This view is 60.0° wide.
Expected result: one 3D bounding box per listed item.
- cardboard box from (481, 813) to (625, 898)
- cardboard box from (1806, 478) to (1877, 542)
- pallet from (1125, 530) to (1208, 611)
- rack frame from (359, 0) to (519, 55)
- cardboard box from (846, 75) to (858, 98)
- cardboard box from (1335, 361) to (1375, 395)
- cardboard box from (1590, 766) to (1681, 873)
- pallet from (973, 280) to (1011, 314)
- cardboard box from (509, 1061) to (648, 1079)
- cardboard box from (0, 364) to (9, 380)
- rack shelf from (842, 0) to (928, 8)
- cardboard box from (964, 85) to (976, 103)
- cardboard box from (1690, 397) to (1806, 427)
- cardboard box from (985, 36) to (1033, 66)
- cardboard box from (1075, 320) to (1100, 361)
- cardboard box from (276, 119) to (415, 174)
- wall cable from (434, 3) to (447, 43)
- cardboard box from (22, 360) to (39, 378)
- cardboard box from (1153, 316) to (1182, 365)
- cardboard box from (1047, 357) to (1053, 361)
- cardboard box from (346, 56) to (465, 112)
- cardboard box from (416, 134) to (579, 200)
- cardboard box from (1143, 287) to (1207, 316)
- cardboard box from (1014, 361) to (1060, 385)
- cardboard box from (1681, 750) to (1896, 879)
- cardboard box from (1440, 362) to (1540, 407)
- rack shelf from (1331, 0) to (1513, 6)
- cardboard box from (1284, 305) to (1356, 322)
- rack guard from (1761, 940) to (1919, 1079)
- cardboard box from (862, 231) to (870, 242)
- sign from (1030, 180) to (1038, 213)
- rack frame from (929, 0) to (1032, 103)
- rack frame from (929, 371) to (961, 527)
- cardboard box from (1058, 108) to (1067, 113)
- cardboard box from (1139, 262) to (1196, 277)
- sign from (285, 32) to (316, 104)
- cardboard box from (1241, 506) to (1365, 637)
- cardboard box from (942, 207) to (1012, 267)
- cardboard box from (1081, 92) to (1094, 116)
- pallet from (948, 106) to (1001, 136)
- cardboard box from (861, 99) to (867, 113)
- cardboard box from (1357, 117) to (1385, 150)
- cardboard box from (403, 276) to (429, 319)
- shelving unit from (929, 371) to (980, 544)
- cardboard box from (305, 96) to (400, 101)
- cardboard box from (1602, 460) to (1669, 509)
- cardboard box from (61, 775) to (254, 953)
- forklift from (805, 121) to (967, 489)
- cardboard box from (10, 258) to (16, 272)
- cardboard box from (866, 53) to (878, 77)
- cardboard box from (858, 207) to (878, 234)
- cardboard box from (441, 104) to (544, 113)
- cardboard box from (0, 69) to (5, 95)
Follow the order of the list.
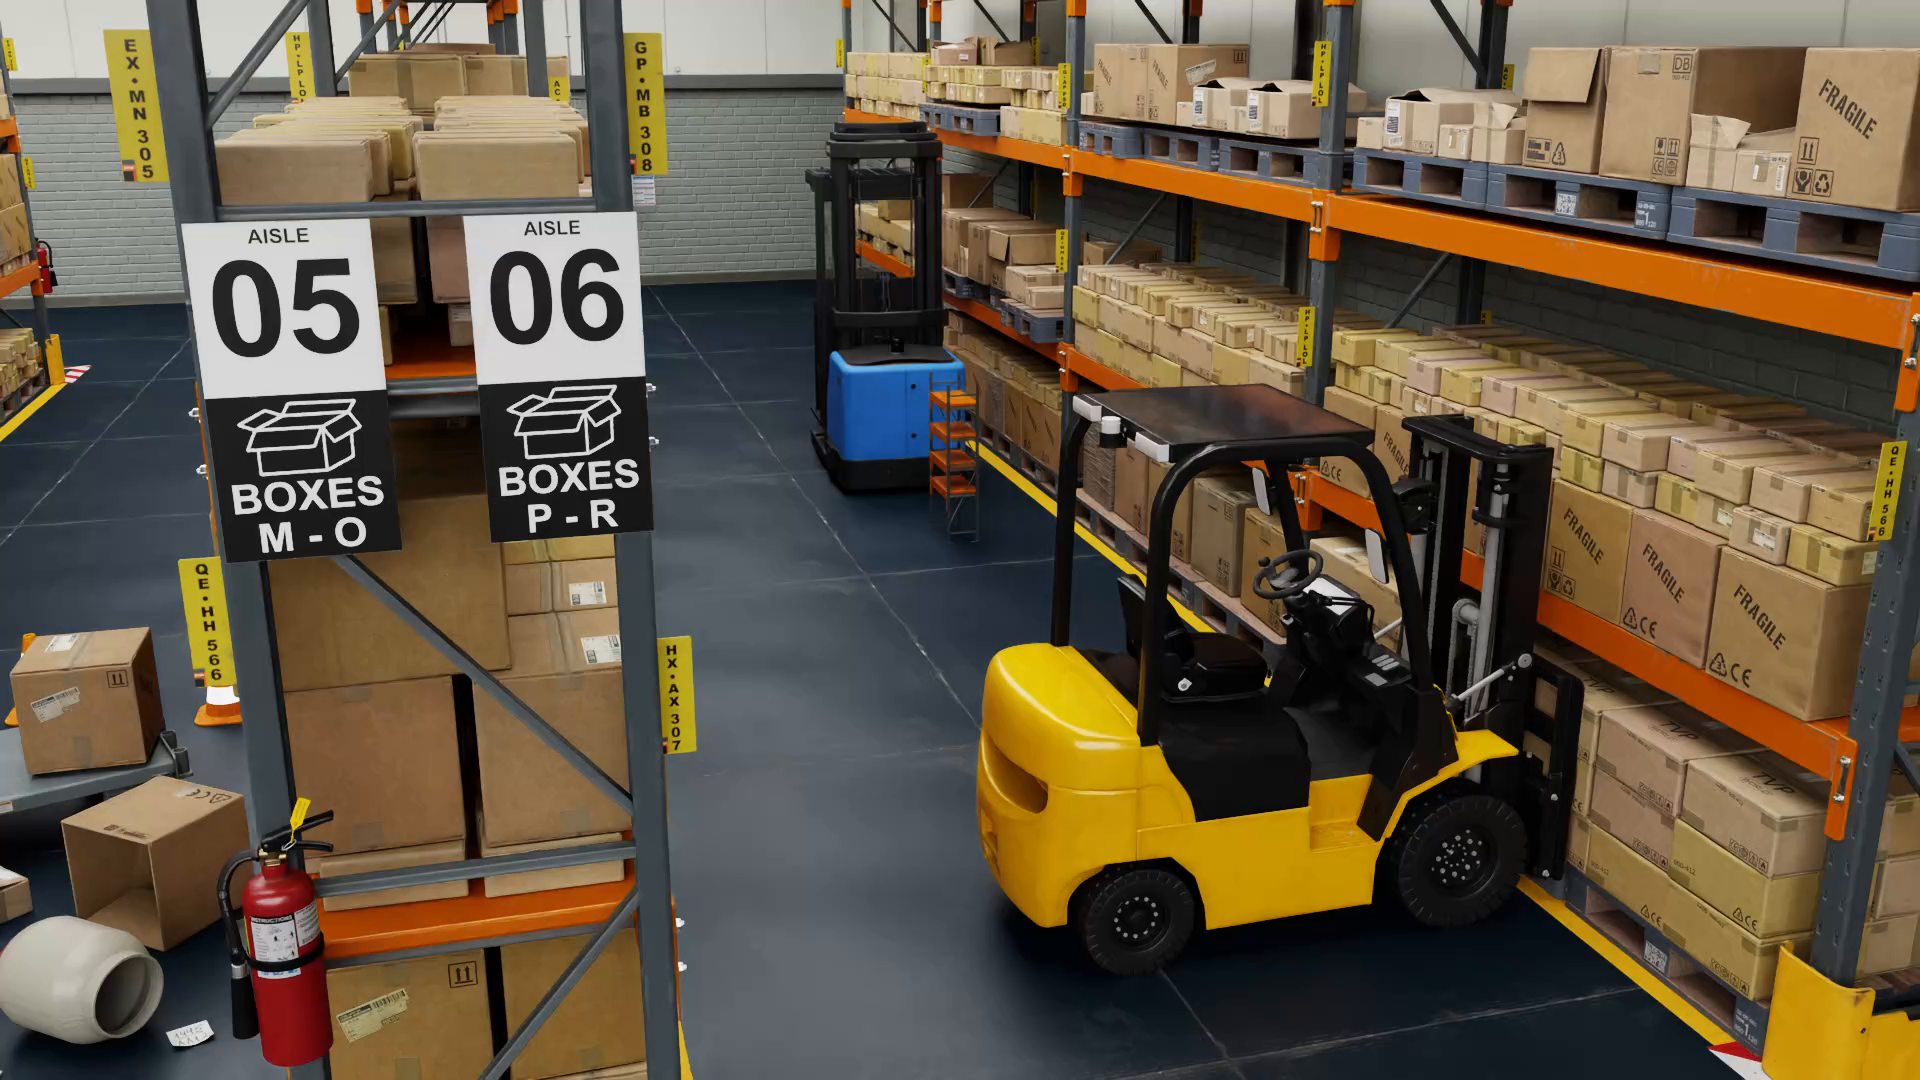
[{"bbox_3d":[-1.166,0.877,4.755,0.380,0.149,0.250,-5,17,-15],"label":"cardboard box"},{"bbox_3d":[3.199,-0.110,5.785,0.380,0.149,0.250,-5,17,-15],"label":"cardboard box"},{"bbox_3d":[1.822,0.164,11.540,1.003,0.211,1.213,-5,17,-15],"label":"pallet"},{"bbox_3d":[-3.470,-4.219,10.855,1.000,3.000,0.127,-5,17,-15],"label":"rack frame"},{"bbox_3d":[-1.038,-5.315,19.462,0.500,0.250,0.500,-5,17,-16],"label":"cardboard box"},{"bbox_3d":[2.235,-0.882,8.874,0.380,0.149,0.250,-5,17,-16],"label":"cardboard box"},{"bbox_3d":[2.938,1.100,6.755,0.500,0.250,0.500,-5,17,-16],"label":"cardboard box"},{"bbox_3d":[0.763,-2.185,14.845,1.003,0.211,1.213,-5,17,-15],"label":"pallet"},{"bbox_3d":[-1.227,1.738,5.502,0.500,0.250,0.500,-5,17,-16],"label":"cardboard box"},{"bbox_3d":[-9.629,-1.636,16.393,0.380,0.149,0.250,-4,17,-12],"label":"cardboard box"},{"bbox_3d":[-0.347,-5.926,17.794,1.077,0.370,4.000,-5,17,-15],"label":"rack shelf"},{"bbox_3d":[0.246,-3.944,14.685,0.380,0.149,0.250,-4,17,-14],"label":"cardboard box"},{"bbox_3d":[3.360,-0.505,7.101,0.380,0.149,0.250,-5,17,-17],"label":"cardboard box"},{"bbox_3d":[0.457,-4.602,15.640,0.396,0.266,0.258,-5,17,-15],"label":"cardboard box"},{"bbox_3d":[1.188,-1.525,12.577,0.500,0.250,0.500,-5,17,-15],"label":"cardboard box"},{"bbox_3d":[-1.851,-1.187,5.027,0.380,0.149,0.250,-5,17,-15],"label":"cardboard box"},{"bbox_3d":[-7.503,-7.983,23.386,0.463,3.000,0.029,-5,17,-15],"label":"wall cable"},{"bbox_3d":[-9.887,-1.783,17.399,0.380,0.149,0.250,-4,17,-14],"label":"cardboard box"},{"bbox_3d":[1.616,-1.341,11.093,0.500,0.250,0.500,-4,17,-14],"label":"cardboard box"},{"bbox_3d":[1.018,-1.654,15.233,0.380,0.149,0.250,-5,18,-17],"label":"cardboard box"},{"bbox_3d":[-2.653,-2.195,7.993,0.500,0.250,0.500,-4,17,-14],"label":"cardboard box"},{"bbox_3d":[-1.173,-0.946,4.222,0.380,0.149,0.250,-5,17,-16],"label":"cardboard box"},{"bbox_3d":[1.471,-1.630,11.364,0.380,0.149,0.250,-4,17,-14],"label":"cardboard box"},{"bbox_3d":[0.689,-1.465,14.604,0.380,0.149,0.250,-5,17,-16],"label":"cardboard box"},{"bbox_3d":[3.074,1.008,6.195,0.500,0.250,0.500,-4,17,-13],"label":"cardboard box"},{"bbox_3d":[2.510,-0.738,7.877,0.380,0.149,0.250,-5,17,-16],"label":"cardboard box"},{"bbox_3d":[2.950,-2.417,6.801,1.077,0.370,4.000,-5,17,-15],"label":"rack shelf"},{"bbox_3d":[2.285,-1.393,10.574,0.380,0.149,0.250,-5,17,-15],"label":"cardboard box"},{"bbox_3d":[3.507,1.677,5.999,1.175,0.500,0.348,-5,17,-15],"label":"rack guard"},{"bbox_3d":[-0.956,-3.652,19.834,0.380,0.149,0.250,-4,17,-14],"label":"cardboard box"},{"bbox_3d":[0.735,-3.445,16.694,0.100,0.325,0.005,-5,17,-15],"label":"sign"},{"bbox_3d":[0.202,-5.719,15.848,1.000,3.000,0.127,-5,17,-15],"label":"rack frame"},{"bbox_3d":[-0.113,-0.688,12.657,0.240,1.200,0.015,-5,17,-15],"label":"rack frame"},{"bbox_3d":[0.973,-3.374,12.824,0.380,0.149,0.250,-4,17,-14],"label":"cardboard box"},{"bbox_3d":[1.585,-2.024,12.674,0.380,0.149,0.250,-4,17,-13],"label":"cardboard box"},{"bbox_3d":[-2.903,-2.067,7.323,0.100,0.325,0.005,-5,17,-15],"label":"sign"},{"bbox_3d":[2.247,0.160,10.103,0.875,0.625,0.625,-4,17,-13],"label":"cardboard box"},{"bbox_3d":[0.120,-2.943,16.132,0.700,0.500,0.500,-4,17,-14],"label":"cardboard box"},{"bbox_3d":[1.105,-3.192,12.154,0.380,0.166,0.250,-5,17,-15],"label":"cardboard box"},{"bbox_3d":[0.602,-3.720,14.734,1.213,0.211,1.003,-5,17,-15],"label":"pallet"},{"bbox_3d":[-0.912,-4.942,18.913,0.380,0.149,0.250,-4,17,-14],"label":"cardboard box"},{"bbox_3d":[2.232,-2.050,8.381,0.380,0.149,0.250,-4,17,-14],"label":"cardboard box"},{"bbox_3d":[-1.784,-0.744,4.936,0.380,0.149,0.250,-5,17,-15],"label":"cardboard box"},{"bbox_3d":[-0.046,-0.620,12.432,0.258,1.200,0.503,-5,17,-15],"label":"shelving unit"},{"bbox_3d":[-2.598,-1.825,7.149,0.380,0.149,0.250,-5,17,-16],"label":"cardboard box"},{"bbox_3d":[2.848,-0.243,6.746,0.380,0.149,0.250,-5,18,-17],"label":"cardboard box"},{"bbox_3d":[-3.385,1.361,7.049,0.500,0.500,0.500,7,18,23],"label":"cardboard box"},{"bbox_3d":[-0.749,-2.200,14.682,1.130,2.935,3.031,-4,17,-12],"label":"forklift"},{"bbox_3d":[-9.923,-2.811,17.034,0.380,0.149,0.250,-5,17,-16],"label":"cardboard box"},{"bbox_3d":[-0.744,-5.276,18.463,0.500,0.250,0.500,-5,17,-16],"label":"cardboard box"},{"bbox_3d":[-0.893,-3.736,19.421,0.500,0.250,0.500,-5,17,-15],"label":"cardboard box"},{"bbox_3d":[-1.773,-1.580,6.335,0.380,0.149,0.250,-5,17,-16],"label":"cardboard box"},{"bbox_3d":[-10.029,-4.636,16.850,0.500,0.250,0.500,-5,18,-17],"label":"cardboard box"}]
